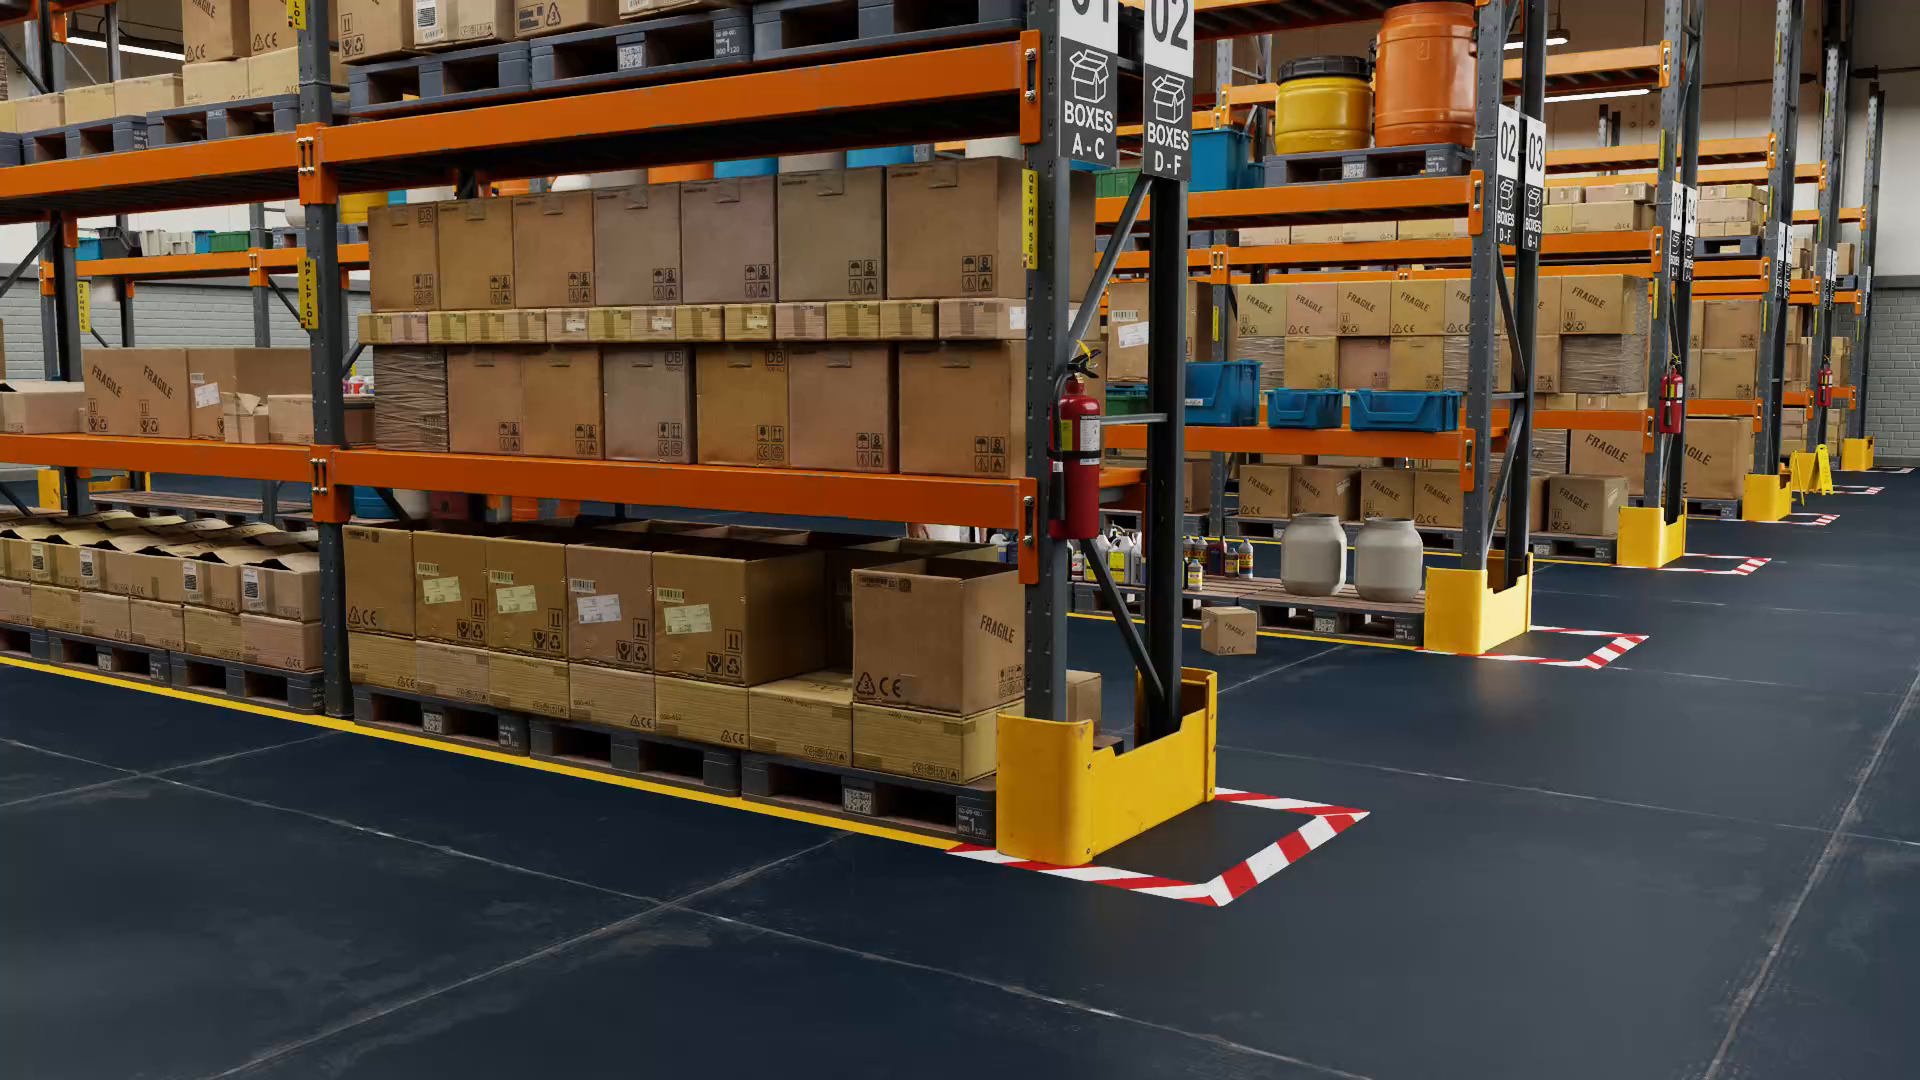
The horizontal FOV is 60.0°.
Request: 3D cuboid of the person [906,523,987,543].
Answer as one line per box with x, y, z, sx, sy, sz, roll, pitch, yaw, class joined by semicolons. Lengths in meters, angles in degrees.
-0.017;-0.062;8.317;0.579;1.777;0.695;4;7;34;person
